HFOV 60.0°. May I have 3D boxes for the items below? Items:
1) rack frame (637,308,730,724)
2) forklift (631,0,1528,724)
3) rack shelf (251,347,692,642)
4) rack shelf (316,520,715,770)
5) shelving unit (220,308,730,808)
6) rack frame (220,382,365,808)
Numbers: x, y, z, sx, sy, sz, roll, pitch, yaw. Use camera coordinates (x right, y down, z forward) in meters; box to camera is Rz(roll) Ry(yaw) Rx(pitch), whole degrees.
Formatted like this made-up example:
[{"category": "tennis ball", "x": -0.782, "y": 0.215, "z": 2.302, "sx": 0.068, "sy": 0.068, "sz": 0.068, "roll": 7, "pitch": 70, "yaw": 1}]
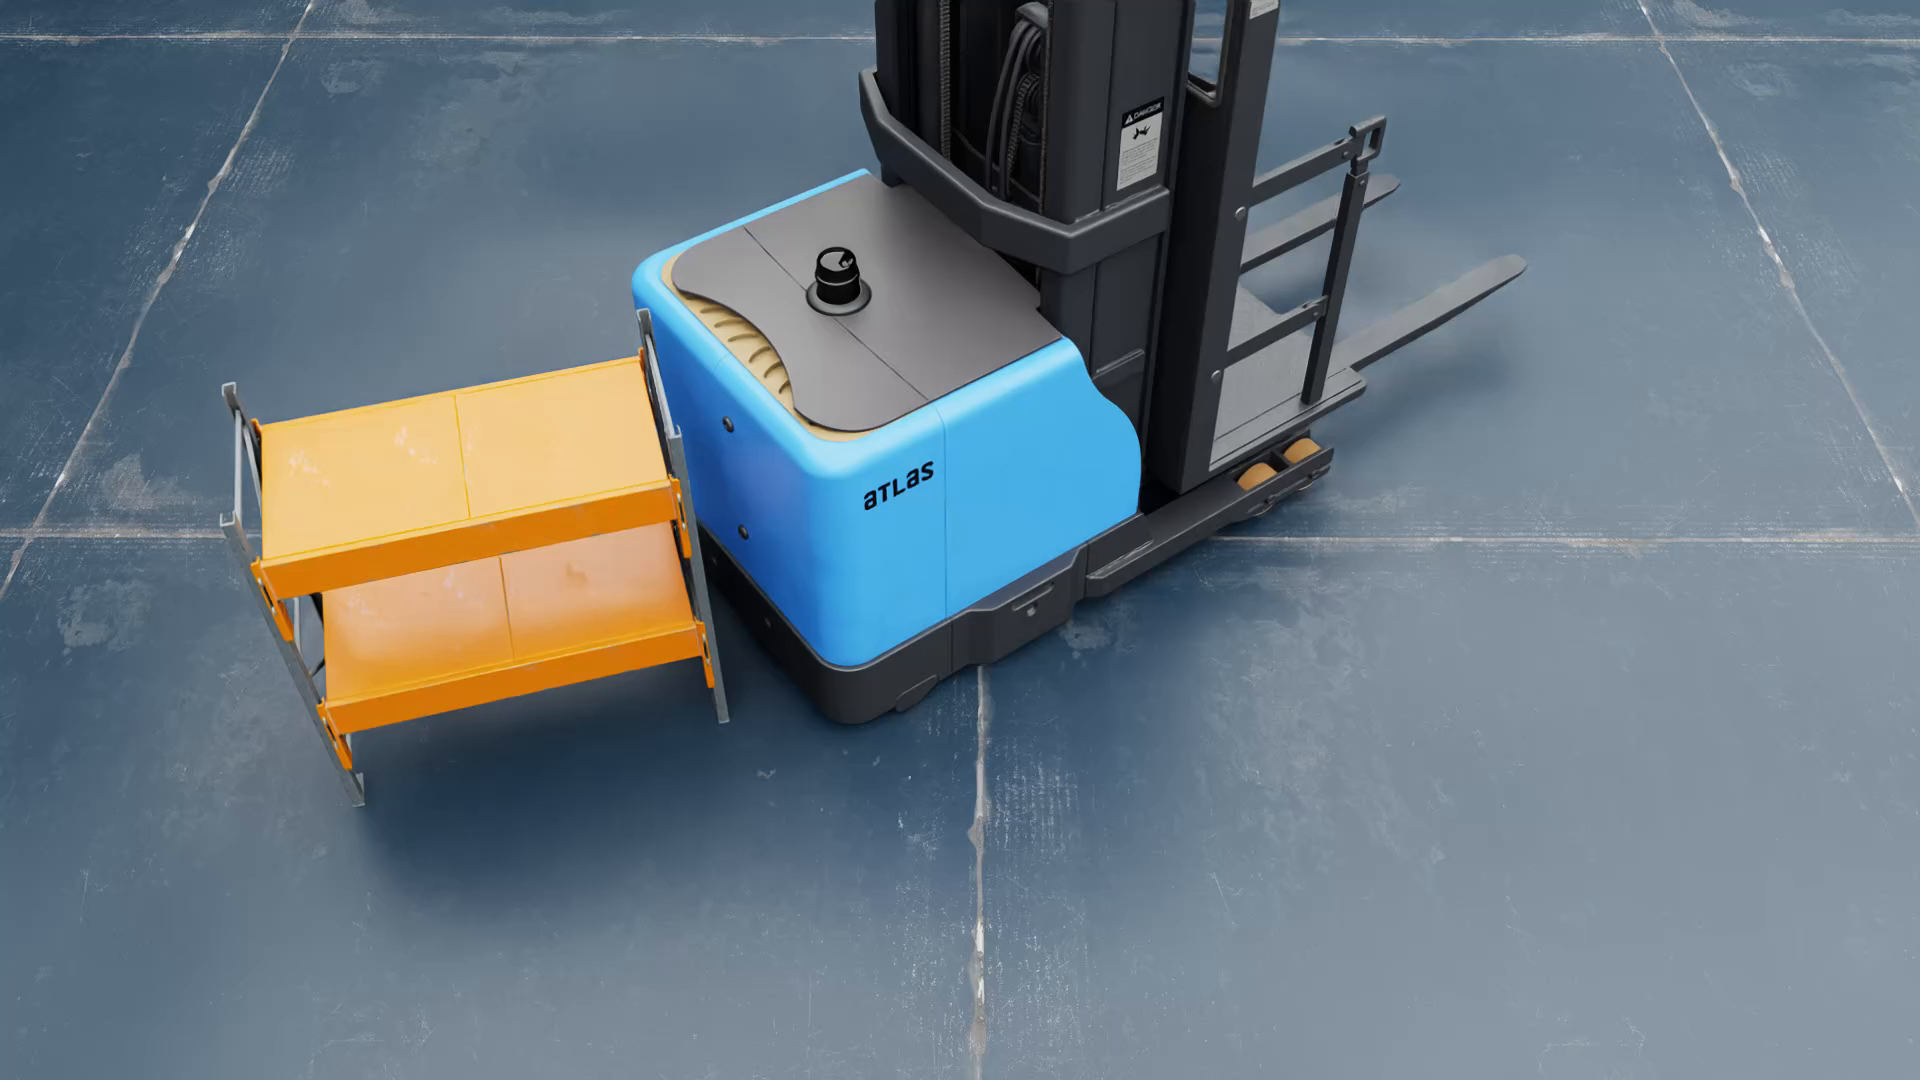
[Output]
[{"category": "rack frame", "x": -0.744, "y": -0.034, "z": 4.513, "sx": 0.032, "sy": 1.125, "sz": 0.500, "roll": -12, "pitch": 48, "yaw": -11}, {"category": "forklift", "x": 0.585, "y": -1.365, "z": 4.518, "sx": 3.031, "sy": 2.935, "sz": 1.130, "roll": -28, "pitch": 53, "yaw": -24}, {"category": "rack shelf", "x": -1.232, "y": -0.129, "z": 4.202, "sx": 1.000, "sy": 0.278, "sz": 0.538, "roll": -12, "pitch": 48, "yaw": -11}, {"category": "rack shelf", "x": -1.232, "y": 0.237, "z": 4.595, "sx": 1.000, "sy": 0.278, "sz": 0.538, "roll": -12, "pitch": 48, "yaw": -11}, {"category": "shelving unit", "x": -1.232, "y": 0.070, "z": 4.416, "sx": 1.048, "sy": 1.125, "sz": 0.538, "roll": -12, "pitch": 48, "yaw": -11}, {"category": "rack frame", "x": -1.720, "y": 0.175, "z": 4.319, "sx": 0.032, "sy": 1.125, "sz": 0.500, "roll": -12, "pitch": 48, "yaw": -11}]
